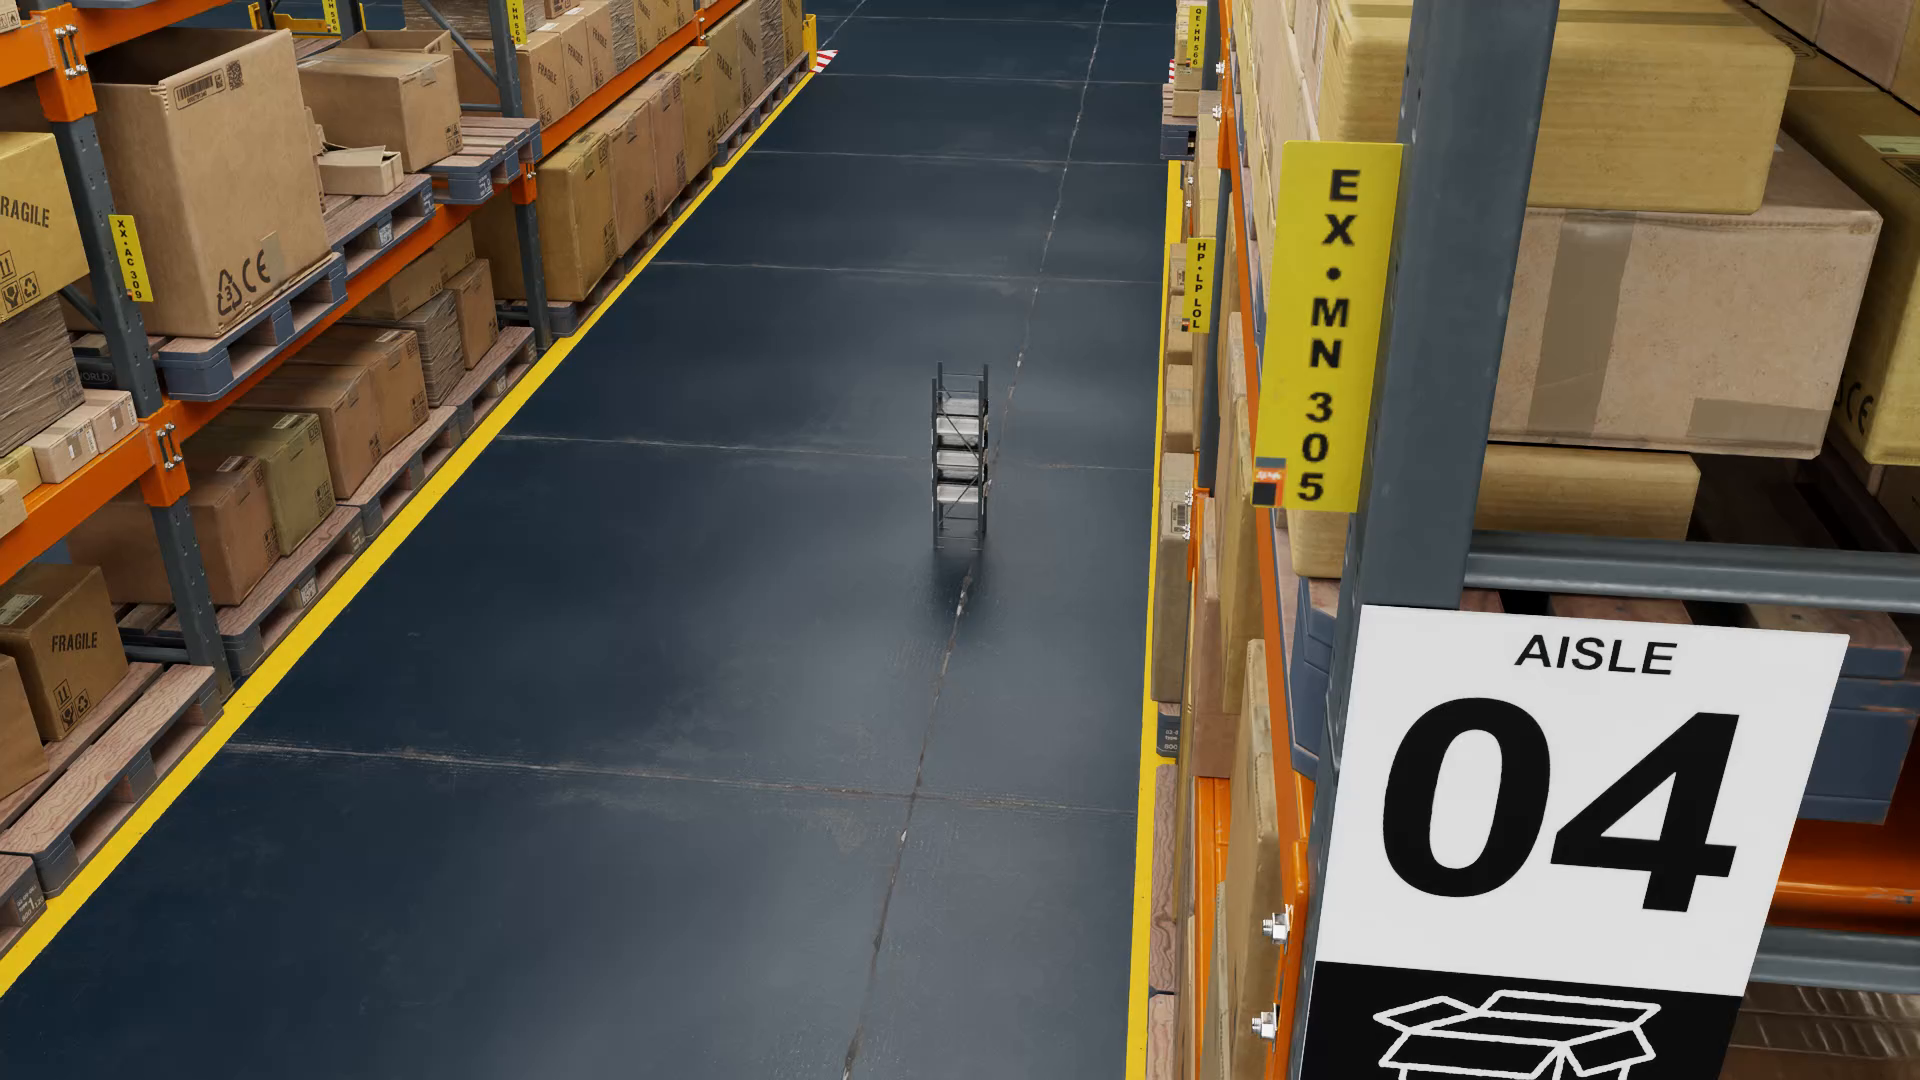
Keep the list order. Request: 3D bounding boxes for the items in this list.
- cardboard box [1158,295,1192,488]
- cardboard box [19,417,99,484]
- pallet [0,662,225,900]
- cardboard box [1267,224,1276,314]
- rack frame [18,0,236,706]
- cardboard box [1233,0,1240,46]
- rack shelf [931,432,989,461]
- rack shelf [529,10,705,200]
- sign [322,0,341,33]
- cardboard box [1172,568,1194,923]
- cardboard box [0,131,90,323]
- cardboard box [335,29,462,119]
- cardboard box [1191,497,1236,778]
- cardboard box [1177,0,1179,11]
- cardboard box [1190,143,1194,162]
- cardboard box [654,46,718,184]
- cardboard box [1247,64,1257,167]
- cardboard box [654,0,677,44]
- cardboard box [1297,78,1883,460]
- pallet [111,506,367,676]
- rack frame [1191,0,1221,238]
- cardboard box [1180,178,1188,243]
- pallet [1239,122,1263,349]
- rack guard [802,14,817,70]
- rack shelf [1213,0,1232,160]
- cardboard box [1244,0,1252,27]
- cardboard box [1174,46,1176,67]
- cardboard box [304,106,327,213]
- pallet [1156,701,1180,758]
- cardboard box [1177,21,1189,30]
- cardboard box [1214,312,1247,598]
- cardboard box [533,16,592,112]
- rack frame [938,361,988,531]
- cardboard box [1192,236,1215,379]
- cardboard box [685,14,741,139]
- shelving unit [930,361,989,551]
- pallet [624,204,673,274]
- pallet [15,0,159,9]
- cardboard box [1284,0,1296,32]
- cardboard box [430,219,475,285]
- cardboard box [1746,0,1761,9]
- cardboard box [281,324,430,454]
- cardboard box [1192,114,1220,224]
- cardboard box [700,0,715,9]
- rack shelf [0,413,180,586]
[{"bbox_3d":[1.556,-0.724,8.361,1.050,0.750,0.750,4,29,7],"label":"cardboard box"},{"bbox_3d":[-3.351,-0.330,5.965,0.380,0.149,0.250,3,28,6],"label":"cardboard box"},{"bbox_3d":[-3.624,0.870,6.413,1.003,0.211,1.213,3,28,6],"label":"pallet"},{"bbox_3d":[0.610,-0.312,2.220,0.380,0.149,0.250,4,29,7],"label":"cardboard box"},{"bbox_3d":[-3.577,-0.676,6.342,1.000,3.000,0.127,3,28,6],"label":"rack frame"},{"bbox_3d":[0.859,-1.270,3.999,0.380,0.149,0.250,3,28,5],"label":"cardboard box"},{"bbox_3d":[0.001,-0.450,8.017,0.258,0.077,0.200,3,28,6],"label":"rack shelf"},{"bbox_3d":[-2.841,-3.184,11.755,1.077,0.370,4.000,3,28,6],"label":"rack shelf"},{"bbox_3d":[-3.638,-3.099,9.619,0.100,0.325,0.005,3,28,6],"label":"sign"},{"bbox_3d":[1.187,0.702,5.581,0.875,0.875,0.875,4,29,7],"label":"cardboard box"},{"bbox_3d":[-3.359,-1.063,5.588,0.500,0.500,0.500,3,28,6],"label":"cardboard box"},{"bbox_3d":[-3.113,-2.531,9.238,0.500,0.500,0.500,0,28,0],"label":"cardboard box"},{"bbox_3d":[1.072,0.276,4.417,0.875,0.550,0.550,3,28,6],"label":"cardboard box"},{"bbox_3d":[1.589,-3.425,10.640,0.380,0.149,0.250,5,29,9],"label":"cardboard box"},{"bbox_3d":[1.776,-2.451,11.040,0.500,0.250,0.500,4,29,7],"label":"cardboard box"},{"bbox_3d":[-2.655,-3.389,13.175,1.225,0.875,0.875,3,29,6],"label":"cardboard box"},{"bbox_3d":[0.735,-0.790,3.108,0.380,0.149,0.250,4,29,7],"label":"cardboard box"},{"bbox_3d":[-2.450,-4.017,12.439,0.500,0.500,0.500,4,29,8],"label":"cardboard box"},{"bbox_3d":[0.626,-0.318,1.812,0.500,0.250,0.500,4,29,7],"label":"cardboard box"},{"bbox_3d":[-3.483,0.185,7.684,1.003,0.211,1.213,3,28,6],"label":"pallet"},{"bbox_3d":[1.824,-2.223,9.214,1.000,3.000,0.127,3,28,6],"label":"rack frame"},{"bbox_3d":[1.761,-2.126,11.227,0.500,0.500,0.500,2,28,4],"label":"cardboard box"},{"bbox_3d":[1.071,-0.665,3.252,1.003,0.211,1.213,3,28,6],"label":"pallet"},{"bbox_3d":[-2.103,-5.235,17.441,1.175,0.500,0.348,3,28,6],"label":"rack guard"},{"bbox_3d":[1.579,-2.285,6.925,1.077,0.370,4.000,3,28,6],"label":"rack shelf"},{"bbox_3d":[0.874,-1.266,3.570,0.500,0.250,0.500,3,28,6],"label":"cardboard box"},{"bbox_3d":[1.493,-2.937,10.048,0.380,0.149,0.250,4,29,7],"label":"cardboard box"},{"bbox_3d":[-3.456,-1.728,7.743,0.797,0.503,0.637,6,29,11],"label":"cardboard box"},{"bbox_3d":[1.353,0.520,7.063,1.003,0.211,1.213,3,28,6],"label":"pallet"},{"bbox_3d":[1.462,-2.935,9.730,0.380,0.149,0.250,3,28,6],"label":"cardboard box"},{"bbox_3d":[1.100,-0.198,4.158,0.875,0.550,0.550,3,28,6],"label":"cardboard box"},{"bbox_3d":[-2.696,-3.059,10.660,0.500,0.500,0.500,3,28,5],"label":"cardboard box"},{"bbox_3d":[0.013,-0.448,8.133,0.240,0.900,0.006,3,28,6],"label":"rack frame"},{"bbox_3d":[1.194,-0.883,6.621,0.500,0.500,0.500,3,28,6],"label":"cardboard box"},{"bbox_3d":[-2.436,-3.997,14.304,0.875,0.875,0.875,3,28,6],"label":"cardboard box"},{"bbox_3d":[0.001,-0.400,8.044,0.258,0.900,0.210,3,28,6],"label":"shelving unit"},{"bbox_3d":[-2.763,-2.271,12.242,1.003,0.211,1.213,3,28,6],"label":"pallet"},{"bbox_3d":[-3.395,-2.198,6.203,1.213,0.211,1.003,3,28,6],"label":"pallet"},{"bbox_3d":[0.642,-0.786,2.259,0.380,0.149,0.250,4,29,7],"label":"cardboard box"},{"bbox_3d":[-3.139,-1.665,9.559,0.500,0.250,0.500,4,29,8],"label":"cardboard box"},{"bbox_3d":[1.326,-0.864,2.405,0.380,0.149,0.250,3,28,5],"label":"cardboard box"},{"bbox_3d":[-3.267,-0.806,8.756,0.700,0.500,0.500,6,29,10],"label":"cardboard box"},{"bbox_3d":[1.441,-1.832,8.382,0.500,0.500,0.500,3,28,6],"label":"cardboard box"},{"bbox_3d":[-2.230,-4.451,13.614,0.380,0.149,0.250,3,29,6],"label":"cardboard box"},{"bbox_3d":[-3.822,0.582,4.765,1.077,0.370,4.000,3,28,6],"label":"rack shelf"}]
